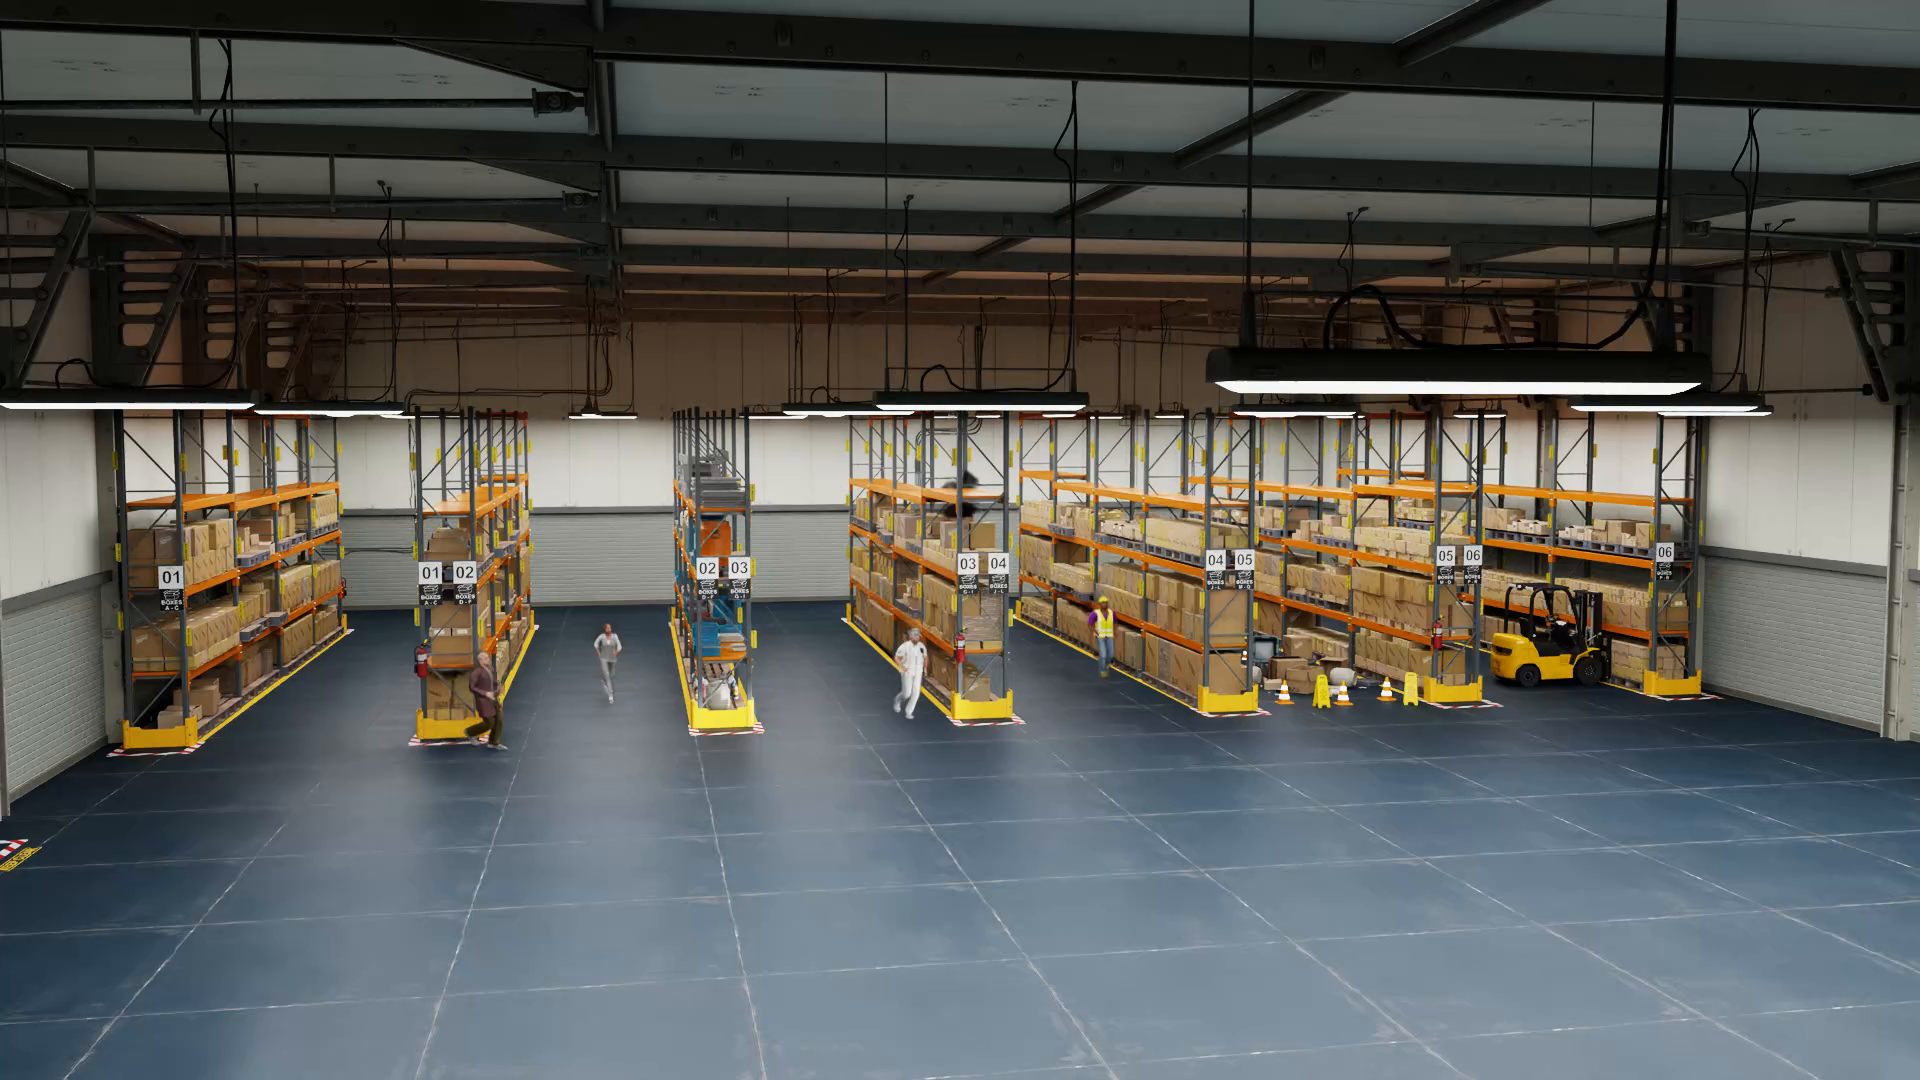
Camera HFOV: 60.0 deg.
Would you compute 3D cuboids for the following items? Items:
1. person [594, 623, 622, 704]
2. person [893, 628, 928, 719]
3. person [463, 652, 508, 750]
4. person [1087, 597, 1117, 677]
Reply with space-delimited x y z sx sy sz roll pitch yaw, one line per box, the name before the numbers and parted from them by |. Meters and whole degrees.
person | -7.233 2.500 34.249 0.506 1.599 1.035 -2 5 -28
person | -0.924 2.545 32.088 0.692 1.728 0.645 -2 5 -26
person | -8.321 2.841 28.969 0.776 1.692 0.753 1 4 8
person | 3.070 2.072 35.318 0.695 1.742 0.560 -1 4 -14
